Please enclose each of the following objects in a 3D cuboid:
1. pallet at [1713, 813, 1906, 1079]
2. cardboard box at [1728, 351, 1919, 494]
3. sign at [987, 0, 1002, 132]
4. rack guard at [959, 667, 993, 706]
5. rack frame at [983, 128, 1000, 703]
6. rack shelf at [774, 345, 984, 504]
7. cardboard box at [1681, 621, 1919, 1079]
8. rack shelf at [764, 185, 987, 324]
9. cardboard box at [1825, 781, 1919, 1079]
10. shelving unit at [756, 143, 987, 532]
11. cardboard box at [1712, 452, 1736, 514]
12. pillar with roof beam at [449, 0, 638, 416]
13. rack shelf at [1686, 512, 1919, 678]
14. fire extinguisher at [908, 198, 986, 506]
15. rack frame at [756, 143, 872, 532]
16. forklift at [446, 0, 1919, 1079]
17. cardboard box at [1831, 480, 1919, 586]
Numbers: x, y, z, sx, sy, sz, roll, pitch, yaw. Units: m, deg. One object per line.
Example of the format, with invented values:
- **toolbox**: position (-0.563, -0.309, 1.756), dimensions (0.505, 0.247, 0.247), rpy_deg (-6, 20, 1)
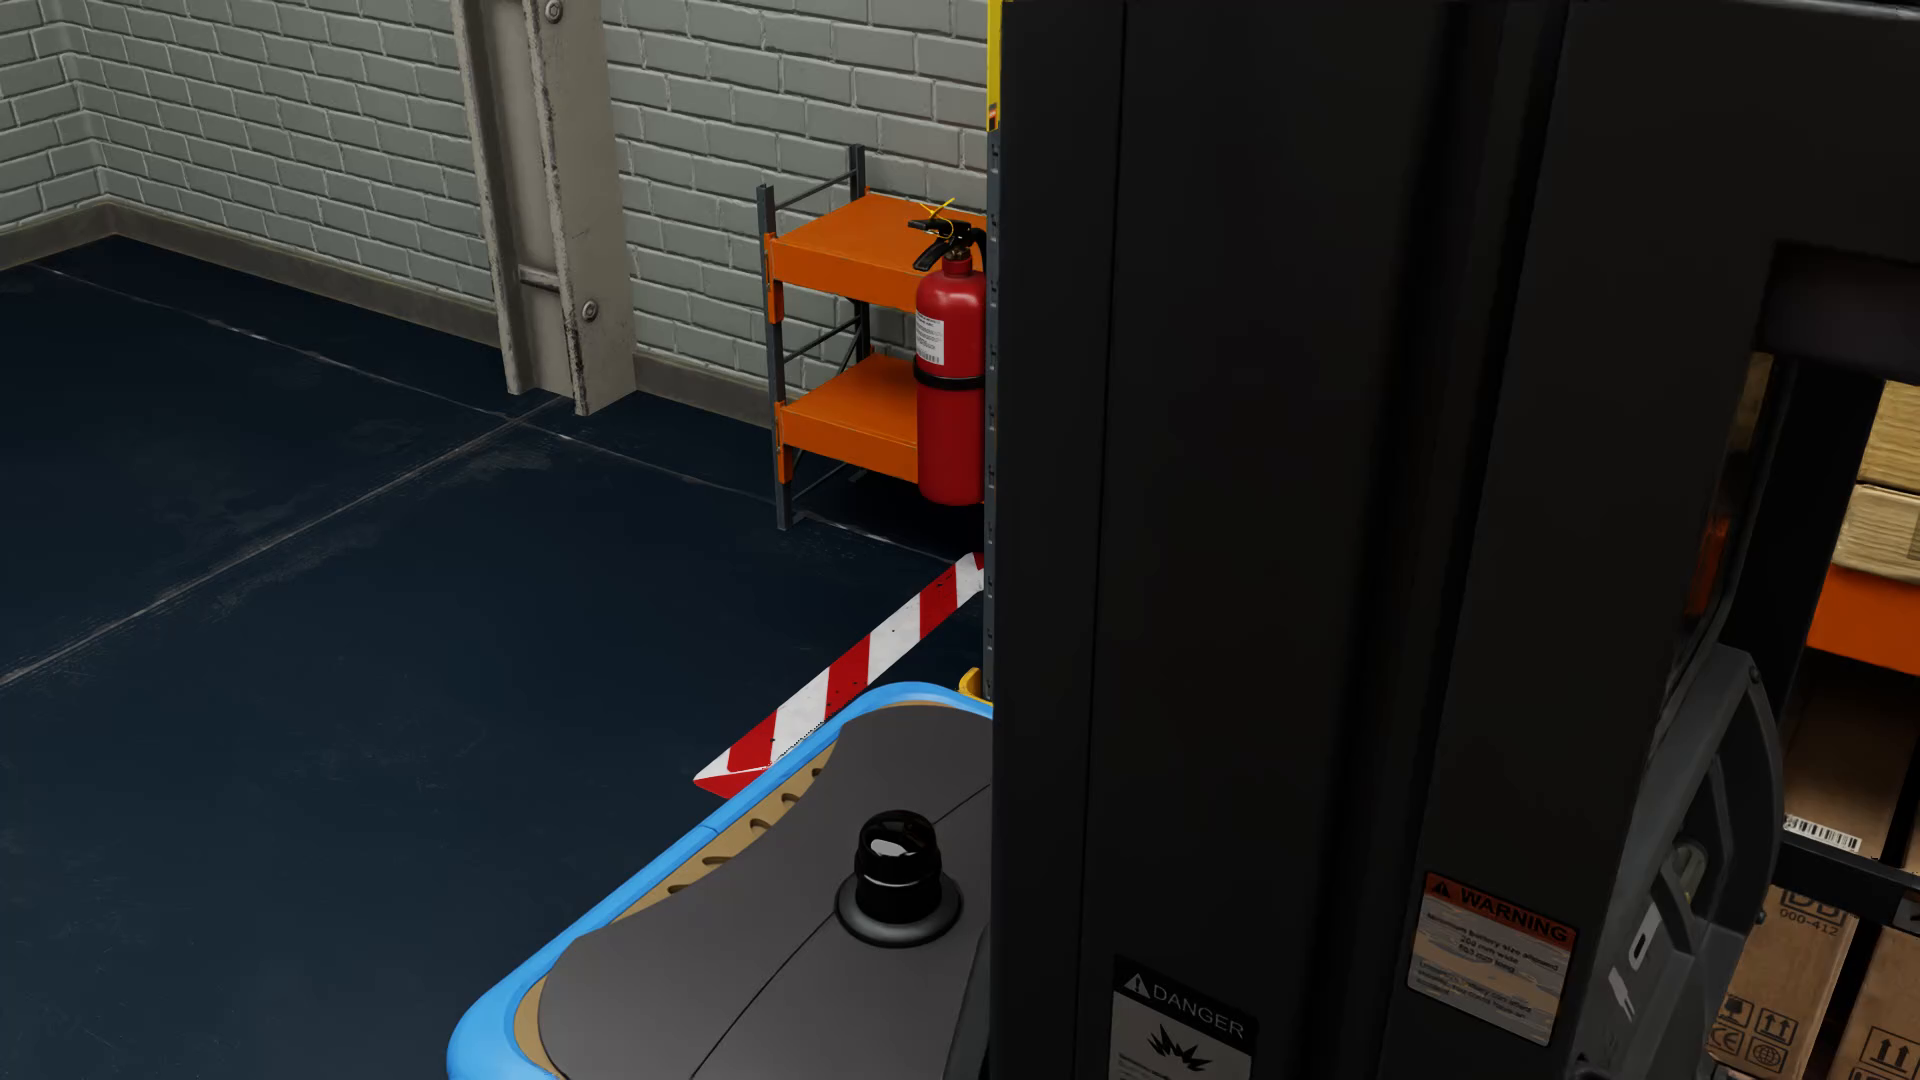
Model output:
- **pallet**: position (2.134, 1.012, 3.306), dimensions (1.213, 0.211, 1.003), rpy_deg (18, 35, 27)
- **cardboard box**: position (1.464, -0.311, 2.661), dimensions (0.500, 0.250, 0.500), rpy_deg (17, 34, 26)
- **sign**: position (0.076, -0.896, 2.950), dimensions (0.005, 0.325, 0.100), rpy_deg (18, 35, 27)
- **rack guard**: position (0.429, 0.347, 4.160), dimensions (0.348, 0.500, 1.175), rpy_deg (18, 35, 27)
- **rack frame**: position (0.365, -0.754, 3.565), dimensions (0.127, 3.000, 1.000), rpy_deg (18, 35, 27)
- **rack shelf**: position (-0.006, -0.276, 5.092), dimensions (1.000, 0.278, 0.538), rpy_deg (17, 35, 27)
- **cardboard box**: position (1.536, 0.595, 3.318), dimensions (0.500, 0.500, 0.700), rpy_deg (19, 35, 29)
- **rack shelf**: position (-0.006, -0.740, 4.821), dimensions (1.000, 0.278, 0.538), rpy_deg (17, 35, 27)
- **cardboard box**: position (1.930, 0.779, 3.002), dimensions (0.500, 0.500, 0.500), rpy_deg (18, 35, 28)
- **shelving unit**: position (-0.006, -0.487, 4.968), dimensions (1.048, 1.125, 0.538), rpy_deg (17, 35, 27)
- **cardboard box**: position (1.388, -0.173, 2.820), dimensions (0.250, 0.149, 0.380), rpy_deg (18, 35, 28)
- **pillar with roof beam**: position (-3.728, -2.614, 0.801), dimensions (0.400, 9.000, 9.100), rpy_deg (18, 35, 27)
- **rack shelf**: position (2.059, 0.093, 2.828), dimensions (4.000, 0.370, 1.077), rpy_deg (18, 35, 27)
- **fire extinguisher**: position (-0.005, -0.401, 3.408), dimensions (0.183, 0.674, 0.296), rpy_deg (18, 35, 27)
- **rack frame**: position (-0.437, -0.623, 5.201), dimensions (0.032, 1.125, 0.500), rpy_deg (17, 35, 27)
- **forklift**: position (0.838, 0.493, 1.496), dimensions (3.031, 2.935, 1.130), rpy_deg (19, 35, 29)
- **cardboard box**: position (1.562, -0.074, 2.649), dimensions (0.250, 0.149, 0.380), rpy_deg (17, 34, 26)
